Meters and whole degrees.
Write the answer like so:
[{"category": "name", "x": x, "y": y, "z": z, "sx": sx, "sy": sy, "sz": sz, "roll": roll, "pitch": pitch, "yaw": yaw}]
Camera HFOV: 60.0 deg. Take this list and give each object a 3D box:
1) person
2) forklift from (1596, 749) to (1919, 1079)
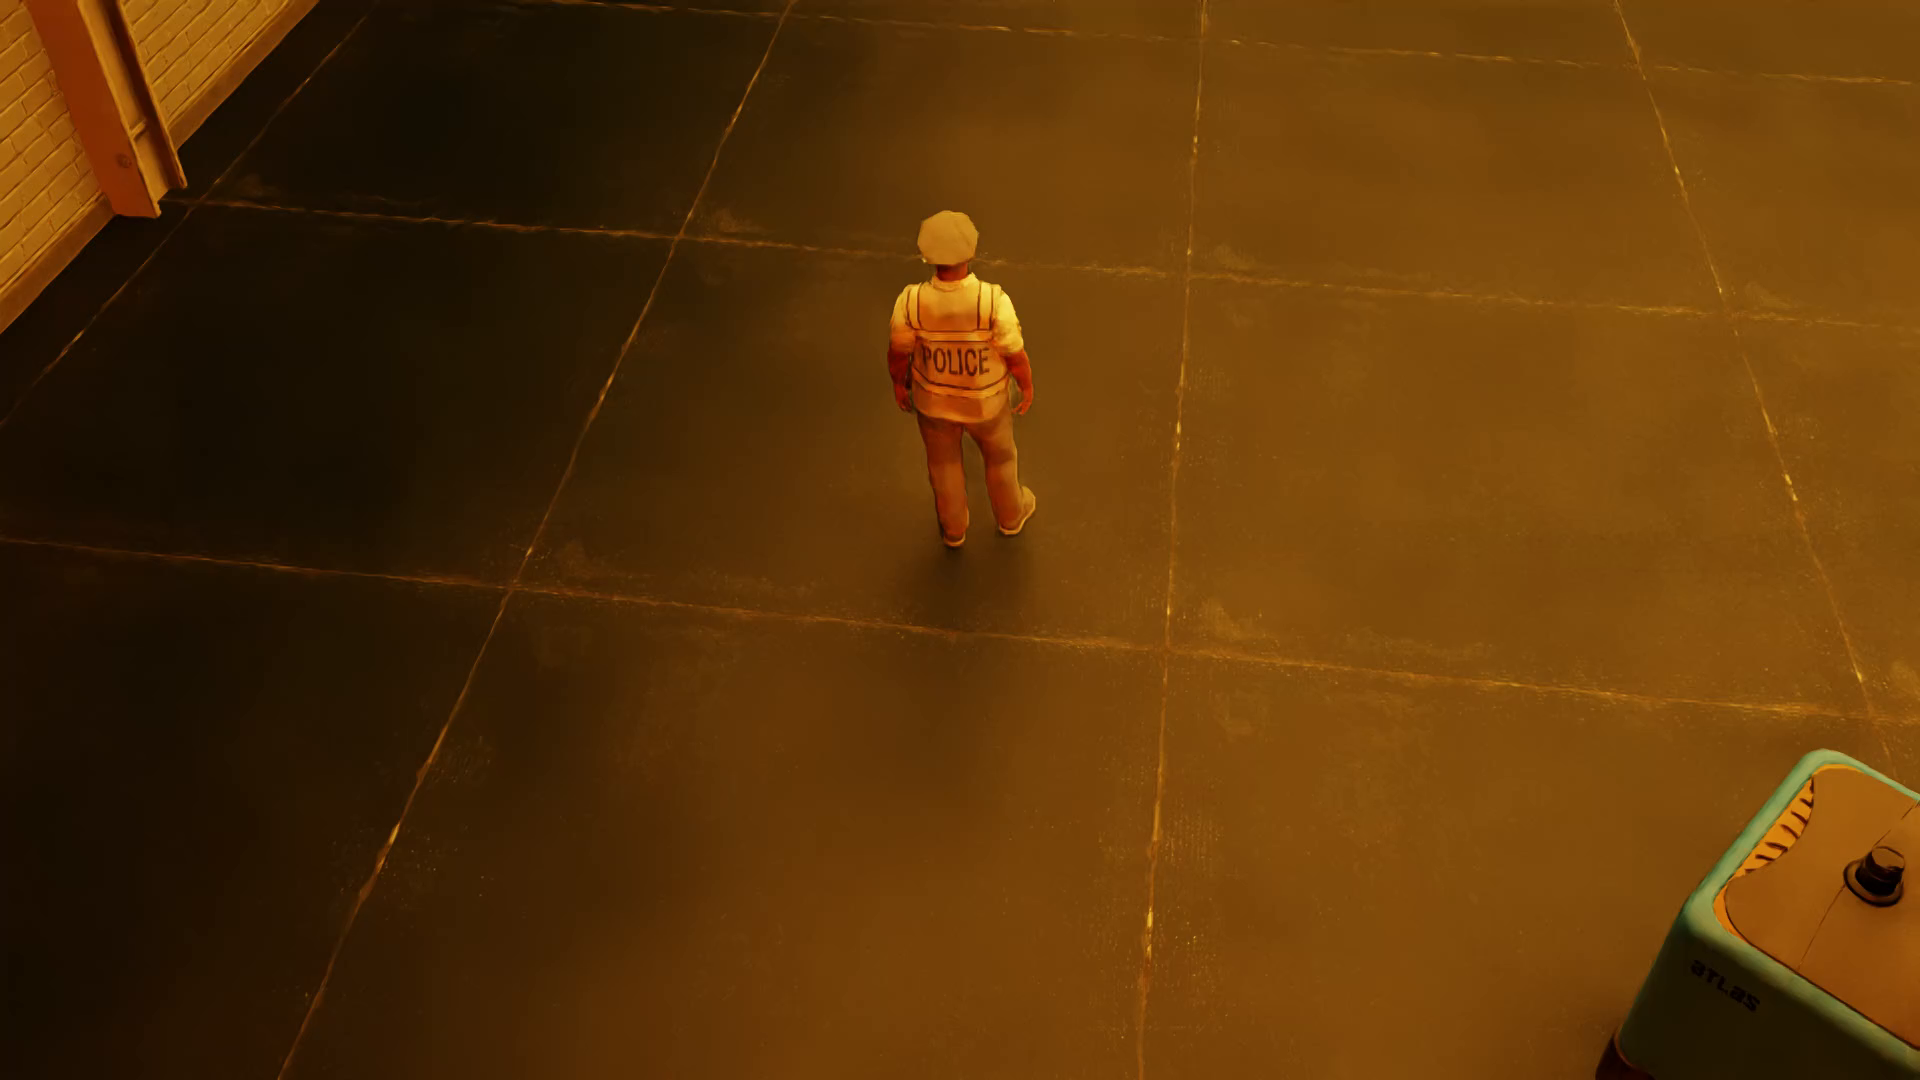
[{"category": "person", "x": 0.022, "y": -0.713, "z": 7.338, "sx": 0.640, "sy": 1.781, "sz": 0.574, "roll": 5, "pitch": 43, "yaw": 6}, {"category": "forklift", "x": 3.596, "y": 1.322, "z": 4.285, "sx": 1.130, "sy": 2.935, "sz": 3.031, "roll": -34, "pitch": 52, "yaw": -31}]
